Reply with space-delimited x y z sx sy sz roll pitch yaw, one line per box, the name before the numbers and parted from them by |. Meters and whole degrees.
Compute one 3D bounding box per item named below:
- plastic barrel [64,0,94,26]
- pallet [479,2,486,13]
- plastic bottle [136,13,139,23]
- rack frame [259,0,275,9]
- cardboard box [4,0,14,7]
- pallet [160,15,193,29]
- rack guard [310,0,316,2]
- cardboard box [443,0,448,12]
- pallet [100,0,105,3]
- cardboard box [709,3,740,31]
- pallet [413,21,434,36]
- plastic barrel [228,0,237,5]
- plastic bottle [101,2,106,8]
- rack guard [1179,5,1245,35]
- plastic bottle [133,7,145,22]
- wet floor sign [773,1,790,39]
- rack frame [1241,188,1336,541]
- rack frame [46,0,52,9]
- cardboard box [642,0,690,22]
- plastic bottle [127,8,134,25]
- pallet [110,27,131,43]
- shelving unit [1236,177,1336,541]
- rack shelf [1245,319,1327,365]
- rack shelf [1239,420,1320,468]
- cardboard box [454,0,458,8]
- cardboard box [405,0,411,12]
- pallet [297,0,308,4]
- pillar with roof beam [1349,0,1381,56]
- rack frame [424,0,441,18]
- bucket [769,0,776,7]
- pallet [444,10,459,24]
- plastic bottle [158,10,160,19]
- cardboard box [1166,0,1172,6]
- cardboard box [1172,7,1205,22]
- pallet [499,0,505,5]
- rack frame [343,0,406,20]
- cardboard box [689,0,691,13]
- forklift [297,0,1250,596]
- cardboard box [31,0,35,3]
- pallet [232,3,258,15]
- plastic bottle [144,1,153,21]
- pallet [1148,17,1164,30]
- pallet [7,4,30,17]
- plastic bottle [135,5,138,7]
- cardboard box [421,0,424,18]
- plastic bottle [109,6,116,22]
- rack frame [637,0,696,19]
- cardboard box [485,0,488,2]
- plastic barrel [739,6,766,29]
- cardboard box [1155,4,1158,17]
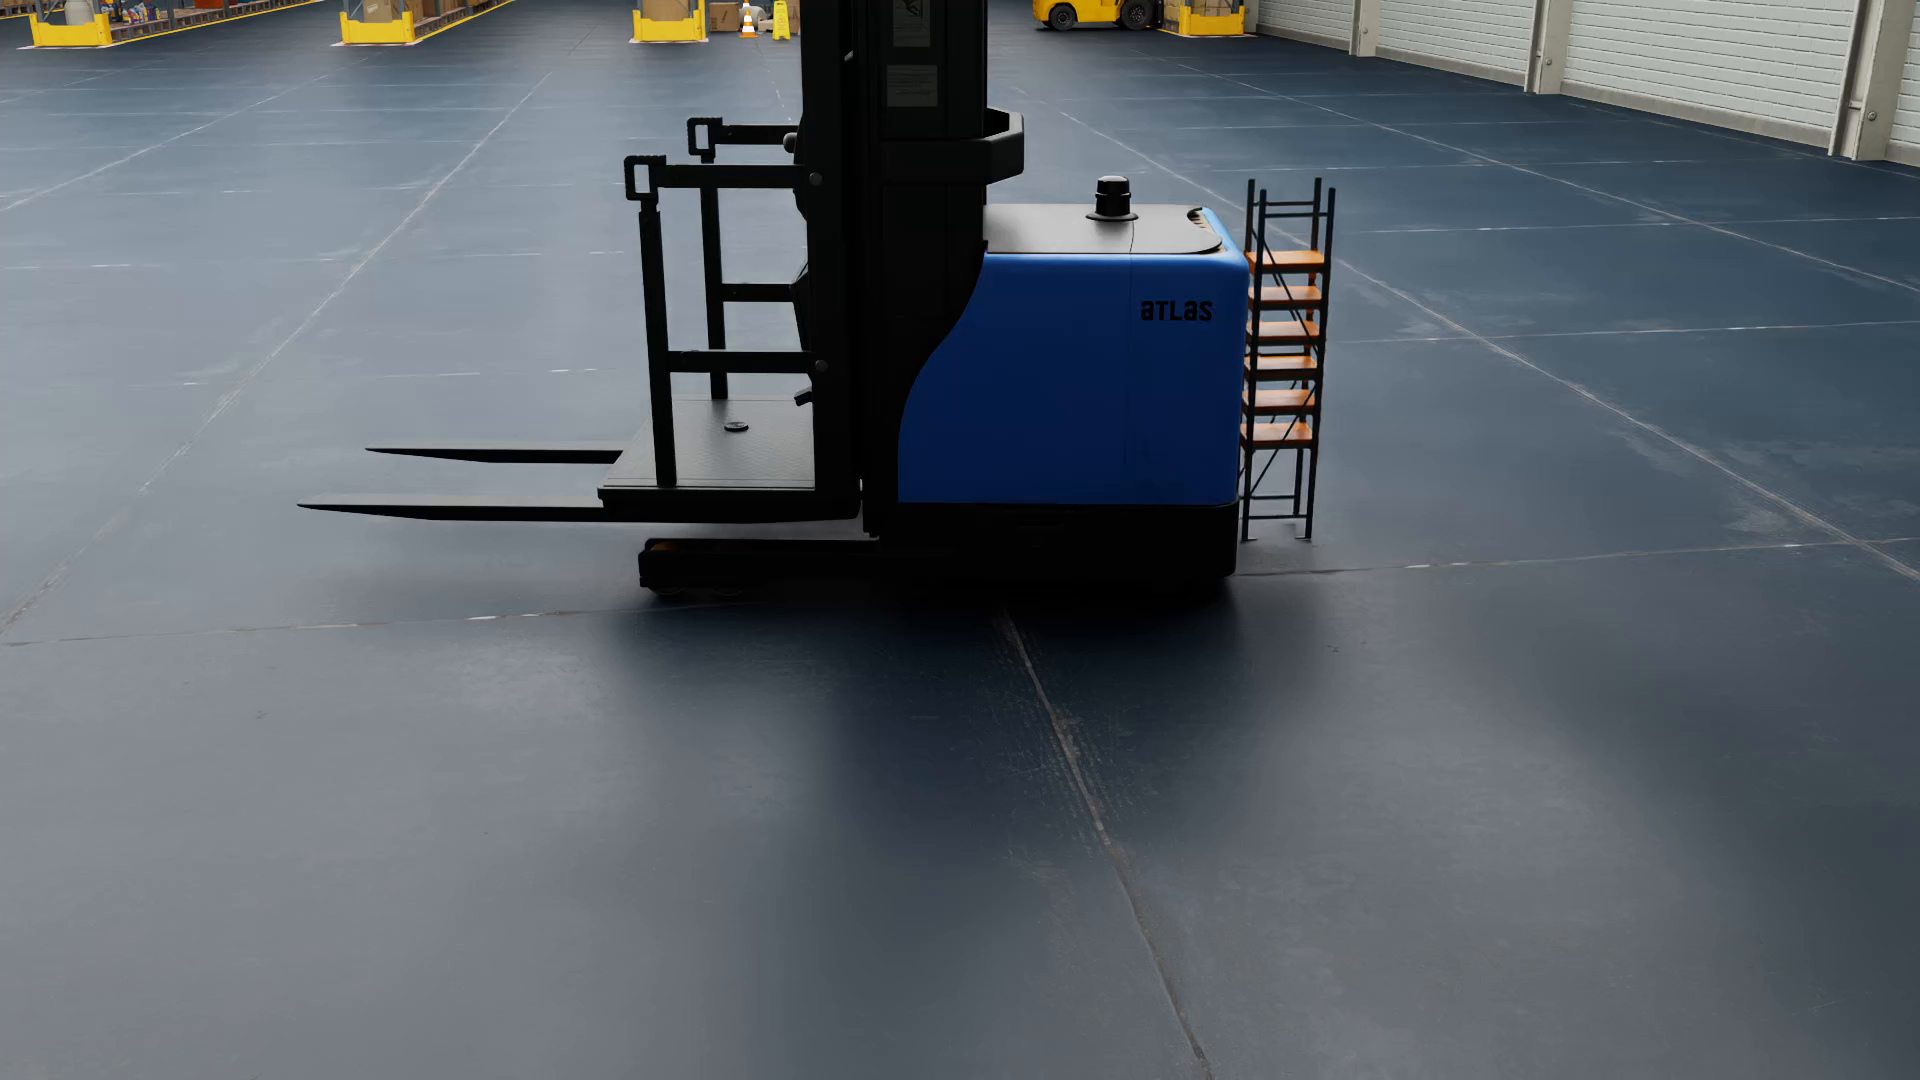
plastic barrel | -15.142 -9.034 28.571 0.421 0.512 0.421 0 20 0
pallet | -11.435 -12.190 38.052 1.003 0.211 1.213 -3 21 -8
plastic bottle | -15.002 -9.505 30.248 0.097 0.201 0.097 0 20 0
rack frame | -16.701 -13.933 38.734 1.000 3.000 0.127 -3 21 -8
cardboard box | -20.958 -11.862 36.132 0.500 0.500 0.500 -3 21 -8
pallet | -15.699 -10.127 32.529 1.003 0.211 1.213 -3 21 -8
rack guard | -17.294 -14.155 42.900 1.175 0.500 0.348 -3 21 -8
cardboard box | -10.845 -11.022 33.883 0.700 0.500 0.500 -5 21 -12
pallet | -22.053 -13.461 41.455 1.003 0.211 1.213 -3 21 -8
cardboard box | -4.484 -9.973 31.699 0.500 0.500 0.500 1 20 2
pallet | -10.335 -9.453 30.723 1.003 0.211 1.213 -3 21 -8
plastic barrel | -16.374 -12.175 36.872 0.600 0.588 0.708 -3 21 -8
plastic bottle | -15.815 -9.763 30.725 0.144 0.351 0.185 -4 21 -10
rack guard | 4.651 -9.600 30.706 1.175 0.500 0.348 -3 21 -8
plastic bottle | -15.076 -9.650 30.531 0.152 0.276 0.135 -3 21 -7
wet floor sign | -3.184 -9.230 29.507 0.267 0.644 0.232 -7 21 -17
rack frame | 1.077 -0.556 5.483 0.240 1.200 0.006 -2 23 -2
rack frame | -21.603 -13.685 38.069 1.000 3.000 0.127 -3 21 -8
cardboard box | -5.310 -9.676 29.773 0.875 0.875 0.875 -3 21 -7
plastic bottle | -14.939 -9.435 29.943 0.061 0.283 0.133 -3 21 -7
pallet | -15.140 -8.778 28.916 1.003 0.211 1.213 -3 21 -8
shelving unit | 1.073 -0.591 5.567 0.258 1.200 0.189 -2 23 -2
rack shelf | 1.072 -0.660 5.539 0.258 0.103 0.180 -2 23 -2
rack shelf | 1.078 -0.328 5.676 0.258 0.103 0.180 -2 23 -2
cardboard box | -11.107 -11.602 35.437 0.700 0.500 0.500 -4 21 -11
cardboard box | -10.335 -9.694 30.356 0.500 0.500 0.500 -1 21 -3
pallet | -17.197 -13.724 42.160 1.003 0.211 1.213 -3 21 -8
pillar with roof beam | 2.044 -11.582 23.865 9.100 9.000 0.400 -3 21 -8
rack frame | -10.646 -11.413 31.987 1.000 3.000 0.127 -3 21 -8
bucket | -3.423 -10.876 33.055 0.726 0.611 0.620 4 11 11
pallet | -10.939 -10.800 34.330 1.003 0.211 1.213 -3 21 -8
plastic bottle | -15.187 -9.949 31.436 0.097 0.201 0.097 0 20 0
cardboard box | 4.207 -10.249 31.486 0.500 0.250 0.500 -3 21 -8
cardboard box | 4.268 -9.835 31.091 0.500 0.250 0.500 -3 21 -7
pallet | -12.011 -13.567 41.740 1.003 0.211 1.213 -3 21 -8
rack frame | -10.070 -10.028 28.279 1.000 3.000 0.127 -3 21 -8
cardboard box | -5.702 -10.608 32.269 0.875 0.875 0.875 -3 21 -7
forklift | -0.628 -1.380 5.222 3.031 2.935 1.130 1 20 2
cardboard box | -21.185 -12.392 37.551 0.500 0.500 0.500 -3 21 -8
pallet | -16.452 -11.934 37.368 1.003 0.211 1.213 -3 21 -8
plastic bottle | -15.142 -9.854 30.968 0.144 0.351 0.185 -4 21 -10
pallet | 4.324 -10.158 32.610 1.003 0.211 1.213 -3 21 -8
pallet | -21.269 -11.675 36.674 1.003 0.211 1.213 -3 21 -8
plastic bottle | -15.285 -9.802 30.938 0.152 0.276 0.135 -3 21 -8
cardboard box | -10.628 -10.298 31.974 0.500 0.500 0.500 -4 21 -9
plastic bottle | -15.702 -9.747 30.796 0.097 0.271 0.097 0 20 0
rack frame | -5.147 -10.243 28.855 1.000 3.000 0.127 -3 21 -8
cardboard box | -11.558 -12.854 38.282 1.225 0.875 0.875 -4 21 -10
plastic barrel | -4.042 -10.106 32.169 0.512 0.421 0.421 12 24 30
cardboard box | 4.045 -10.360 32.497 0.500 0.250 0.500 -2 21 -6
